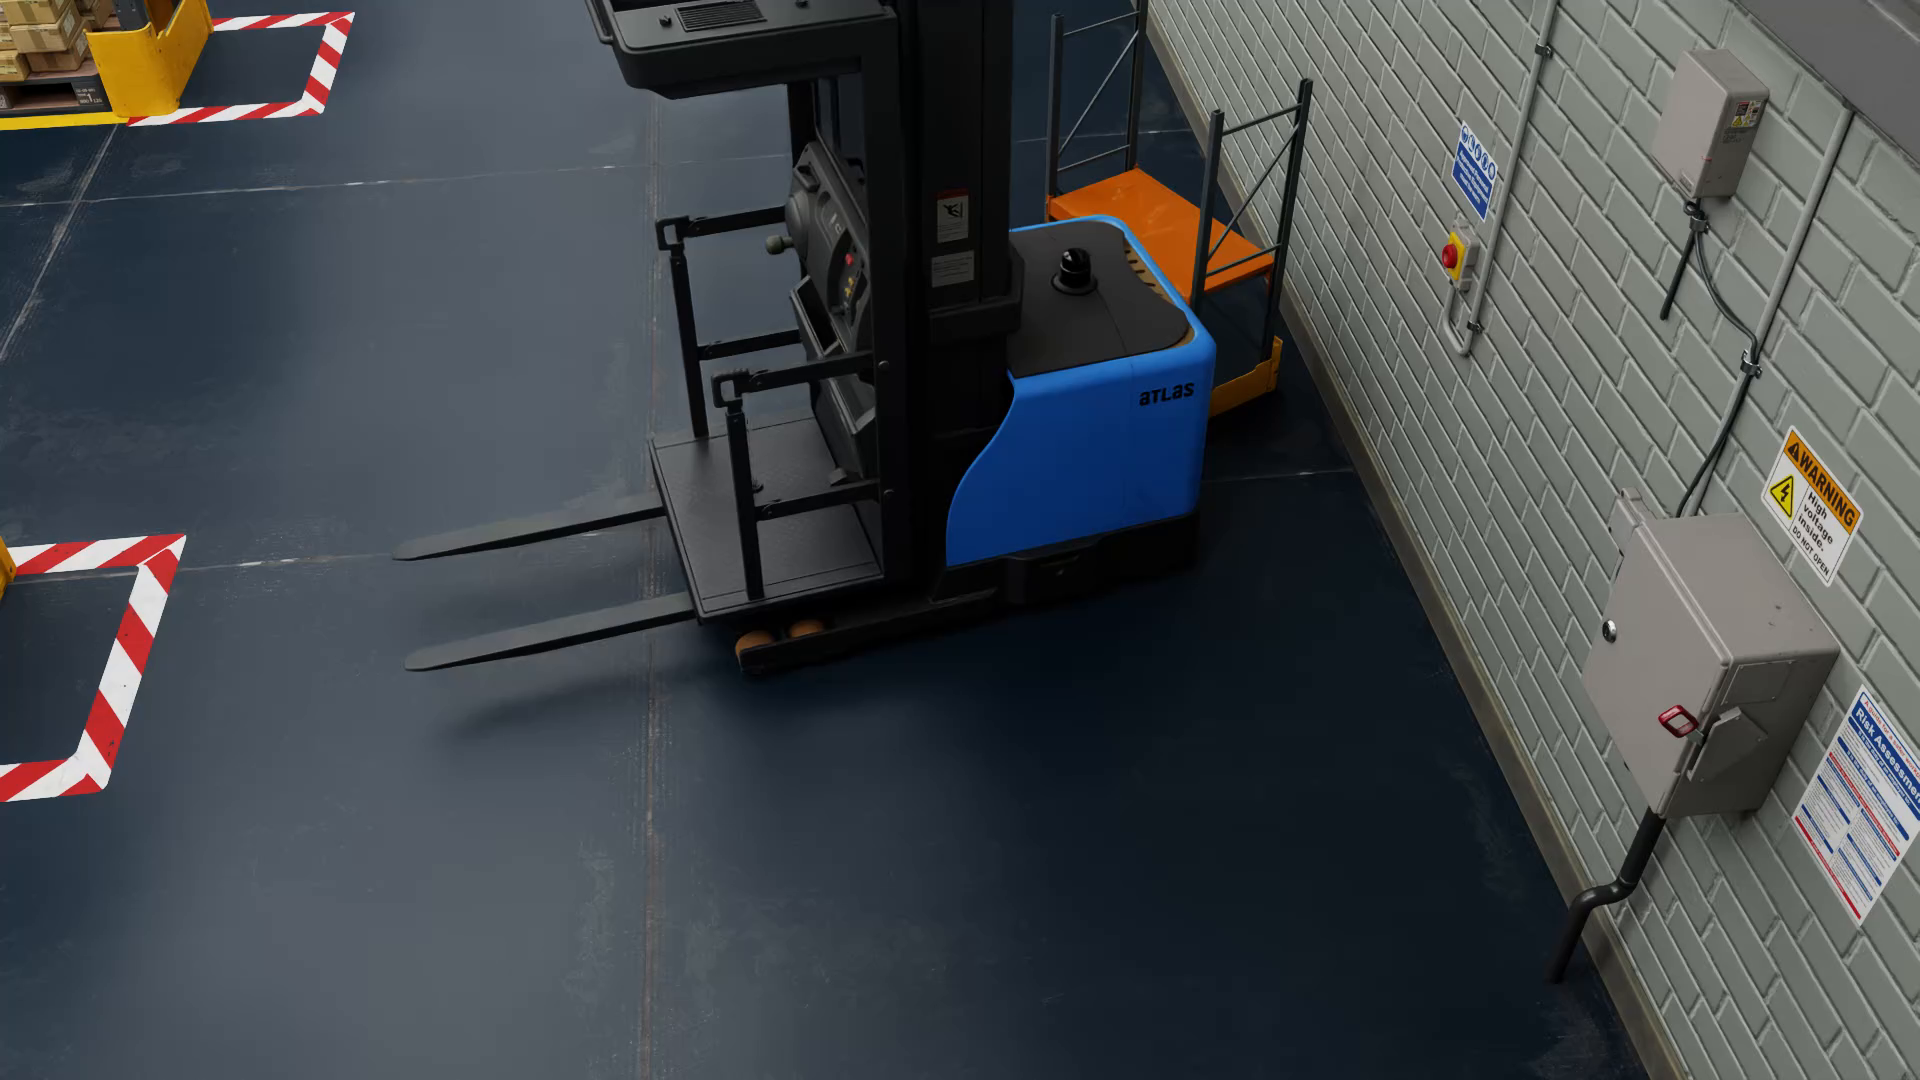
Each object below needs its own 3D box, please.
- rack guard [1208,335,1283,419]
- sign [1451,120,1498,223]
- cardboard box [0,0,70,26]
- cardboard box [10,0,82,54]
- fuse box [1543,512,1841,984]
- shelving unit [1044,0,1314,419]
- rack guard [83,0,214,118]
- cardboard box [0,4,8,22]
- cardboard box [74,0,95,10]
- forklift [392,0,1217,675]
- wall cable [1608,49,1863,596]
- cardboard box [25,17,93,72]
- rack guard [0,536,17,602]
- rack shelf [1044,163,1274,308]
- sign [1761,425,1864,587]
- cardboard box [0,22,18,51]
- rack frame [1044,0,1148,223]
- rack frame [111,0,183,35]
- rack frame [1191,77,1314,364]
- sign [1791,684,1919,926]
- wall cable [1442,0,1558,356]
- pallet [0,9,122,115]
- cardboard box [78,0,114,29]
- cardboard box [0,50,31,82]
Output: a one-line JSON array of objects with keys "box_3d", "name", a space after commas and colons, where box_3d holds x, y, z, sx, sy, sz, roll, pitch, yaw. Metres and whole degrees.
[{"box_3d": [1.168, -0.692, 7.331, 0.587, 0.250, 0.087, -24, 47, -25], "name": "rack guard"}, {"box_3d": [1.766, -1.268, 5.714, 0.001, 0.218, 0.327, -5, 42, -6], "name": "sign"}, {"box_3d": [-5.111, -3.007, 9.215, 0.250, 0.149, 0.380, -5, 42, -5], "name": "cardboard box"}, {"box_3d": [-5.105, -2.876, 9.292, 0.250, 0.149, 0.380, -6, 42, -7], "name": "cardboard box"}, {"box_3d": [1.839, 0.756, 4.634, 0.414, 1.711, 0.539, -5, 42, -6], "name": "fuse box"}, {"box_3d": [0.888, -1.432, 7.218, 0.587, 1.500, 1.083, -24, 47, -25], "name": "shelving unit"}, {"box_3d": [-4.694, -2.969, 9.668, 0.348, 0.500, 1.175, -5, 42, -6], "name": "rack guard"}, {"box_3d": [-5.368, -3.024, 9.233, 0.250, 0.149, 0.380, -4, 42, -5], "name": "cardboard box"}, {"box_3d": [-5.172, -3.236, 9.691, 0.250, 0.149, 0.380, -3, 42, -4], "name": "cardboard box"}, {"box_3d": [-0.637, -0.988, 5.657, 3.031, 2.935, 1.130, -12, 43, -13], "name": "forklift"}, {"box_3d": [1.907, -0.566, 4.380, 0.122, 1.984, 0.588, -5, 42, -6], "name": "wall cable"}, {"box_3d": [-5.114, -2.817, 9.448, 0.250, 0.149, 0.380, -4, 42, -5], "name": "cardboard box"}, {"box_3d": [-3.853, 0.301, 6.043, 0.348, 0.500, 1.175, -5, 42, -6], "name": "rack guard"}, {"box_3d": [0.883, -1.304, 7.344, 0.538, 0.185, 1.000, -24, 47, -25], "name": "rack shelf"}, {"box_3d": [2.037, -0.084, 3.986, 0.001, 0.242, 0.339, -5, 42, -6], "name": "sign"}, {"box_3d": [-5.371, -2.889, 9.306, 0.250, 0.149, 0.380, -6, 42, -7], "name": "cardboard box"}, {"box_3d": [0.597, -1.719, 7.536, 0.500, 1.500, 0.032, -24, 47, -25], "name": "rack frame"}, {"box_3d": [-4.619, -3.903, 8.838, 0.127, 3.000, 1.000, -5, 42, -6], "name": "rack frame"}, {"box_3d": [1.169, -1.156, 6.911, 0.500, 1.500, 0.032, -24, 47, -25], "name": "rack frame"}, {"box_3d": [2.108, 0.623, 3.890, 0.001, 0.494, 0.329, -5, 42, -6], "name": "sign"}, {"box_3d": [1.711, -1.519, 5.412, 0.123, 1.953, 0.585, -5, 42, -6], "name": "wall cable"}, {"box_3d": [-5.504, -2.814, 9.712, 1.213, 0.211, 1.003, -5, 42, -6], "name": "pallet"}, {"box_3d": [-5.180, -3.168, 9.837, 0.250, 0.149, 0.380, -4, 42, -5], "name": "cardboard box"}, {"box_3d": [-5.356, -2.727, 9.349, 0.250, 0.149, 0.380, -4, 42, -4], "name": "cardboard box"}]
